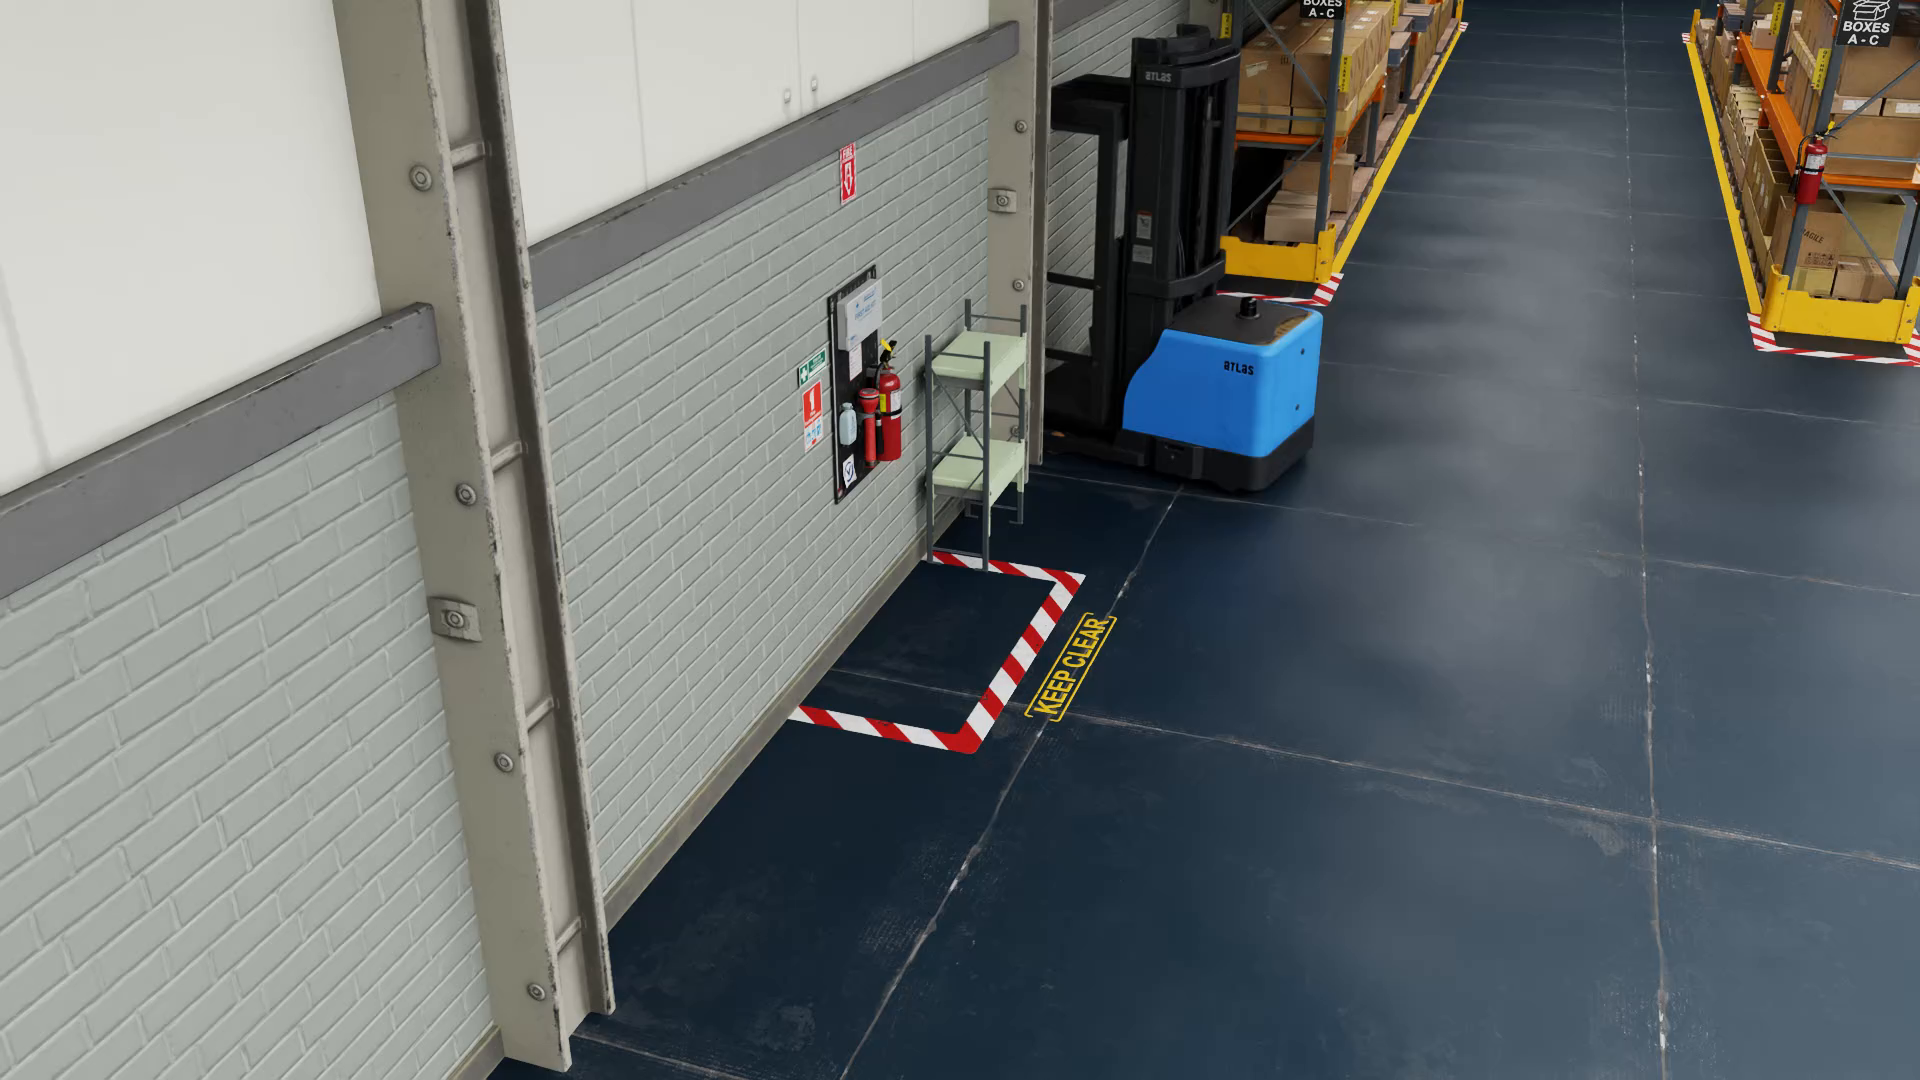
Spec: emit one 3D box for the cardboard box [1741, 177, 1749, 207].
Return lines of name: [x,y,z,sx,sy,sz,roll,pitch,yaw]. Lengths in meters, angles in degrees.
cardboard box: [8.523,-3.631,17.481,0.500,0.250,0.500,9,27,17]

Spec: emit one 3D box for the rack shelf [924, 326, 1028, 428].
rack shelf: [0.104,-1.009,10.217,0.431,0.370,0.720,9,27,17]

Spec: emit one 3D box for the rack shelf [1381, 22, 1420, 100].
rack shelf: [4.956,-6.042,20.611,1.077,0.370,4.000,9,27,17]

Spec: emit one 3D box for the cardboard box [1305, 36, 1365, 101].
cardboard box: [3.576,-4.533,15.959,0.500,0.500,0.500,9,27,18]

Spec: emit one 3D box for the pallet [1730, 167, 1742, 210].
pallet: [9.172,-3.880,18.521,1.003,0.211,1.213,9,27,17]

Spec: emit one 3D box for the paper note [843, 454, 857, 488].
paper note: [-0.602,-0.378,9.099,0.016,0.148,0.142,9,27,17]

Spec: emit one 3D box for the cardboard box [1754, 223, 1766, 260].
cardboard box: [7.852,-2.810,15.786,0.500,0.250,0.500,9,27,17]

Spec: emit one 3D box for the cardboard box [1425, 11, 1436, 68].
cardboard box: [6.566,-7.401,24.578,0.750,0.750,0.750,10,27,19]

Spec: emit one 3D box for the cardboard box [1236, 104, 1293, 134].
cardboard box: [2.932,-4.061,15.845,0.500,0.250,0.500,9,27,18]

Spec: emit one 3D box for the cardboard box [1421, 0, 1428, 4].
cardboard box: [6.210,-7.384,22.824,0.380,0.149,0.250,10,27,19]

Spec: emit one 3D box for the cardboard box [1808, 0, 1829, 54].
cardboard box: [8.487,-4.859,15.739,0.700,0.500,0.500,9,27,17]

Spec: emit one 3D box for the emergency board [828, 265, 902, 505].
emergency board: [-0.478,-0.837,9.037,0.194,1.169,0.643,9,27,17]

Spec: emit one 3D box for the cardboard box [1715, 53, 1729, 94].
cardboard box: [10.725,-6.391,22.871,0.500,0.500,0.500,8,27,15]

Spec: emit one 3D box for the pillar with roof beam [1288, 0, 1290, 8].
pillar with roof beam: [8.433,-8.854,18.711,9.100,9.000,0.400,9,27,17]

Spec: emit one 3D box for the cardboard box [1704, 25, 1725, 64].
cardboard box: [11.547,-7.462,25.084,0.500,0.500,0.500,9,27,17]

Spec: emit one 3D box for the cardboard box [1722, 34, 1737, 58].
cardboard box: [10.735,-6.744,22.740,0.500,0.250,0.500,8,27,16]

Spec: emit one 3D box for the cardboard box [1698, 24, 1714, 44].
cardboard box: [12.175,-8.125,26.740,0.500,0.250,0.500,9,27,17]

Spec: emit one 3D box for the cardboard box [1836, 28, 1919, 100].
cardboard box: [7.817,-4.023,14.014,0.700,0.500,0.500,9,27,18]

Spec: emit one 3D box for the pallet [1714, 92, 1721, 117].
pallet: [10.986,-6.016,22.934,1.003,0.211,1.213,9,27,17]

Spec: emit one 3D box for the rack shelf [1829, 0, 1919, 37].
rack shelf: [8.298,-5.031,15.082,1.077,0.370,4.000,9,27,17]

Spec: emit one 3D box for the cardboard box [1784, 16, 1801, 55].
cardboard box: [9.576,-5.607,18.774,0.500,0.500,0.500,9,27,18]

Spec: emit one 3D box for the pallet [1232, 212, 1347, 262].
pallet: [3.289,-3.005,16.713,1.003,0.211,1.213,9,27,17]

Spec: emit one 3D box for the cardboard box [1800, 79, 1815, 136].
cardboard box: [8.312,-4.054,15.567,0.700,0.500,0.500,10,27,19]

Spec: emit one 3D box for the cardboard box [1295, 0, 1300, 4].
cardboard box: [3.937,-5.660,18.286,0.500,0.500,0.500,8,27,16]

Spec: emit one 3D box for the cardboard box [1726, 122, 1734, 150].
cardboard box: [9.509,-4.828,19.953,0.500,0.250,0.500,8,27,16]

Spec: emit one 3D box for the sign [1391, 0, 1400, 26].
sign: [4.805,-5.858,18.412,0.100,0.325,0.005,9,27,17]

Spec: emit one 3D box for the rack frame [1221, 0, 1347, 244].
rack frame: [2.960,-3.900,15.362,1.000,3.000,0.127,9,27,17]

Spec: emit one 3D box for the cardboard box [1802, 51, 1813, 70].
cardboard box: [8.266,-4.551,15.848,0.380,0.149,0.250,8,27,16]

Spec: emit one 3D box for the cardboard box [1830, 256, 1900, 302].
cardboard box: [8.020,-2.322,14.778,0.500,0.250,0.500,9,27,17]

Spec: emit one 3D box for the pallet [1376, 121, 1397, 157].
pallet: [4.953,-5.112,21.065,1.003,0.211,1.213,9,27,17]

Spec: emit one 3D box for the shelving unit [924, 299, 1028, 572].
shelving unit: [0.104,-0.657,10.387,0.431,1.500,0.755,9,27,17]

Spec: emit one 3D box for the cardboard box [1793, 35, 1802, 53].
cardboard box: [8.608,-4.978,16.730,0.380,0.149,0.250,9,27,18]

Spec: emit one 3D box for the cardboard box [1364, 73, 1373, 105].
cardboard box: [3.926,-4.627,17.013,0.500,0.250,0.500,9,27,18]

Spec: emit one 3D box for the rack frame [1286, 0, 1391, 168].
rack frame: [4.291,-5.543,18.757,1.000,3.000,0.127,9,27,17]

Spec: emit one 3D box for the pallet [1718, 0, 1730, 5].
pallet: [11.257,-7.715,23.463,1.003,0.211,1.213,9,27,17]

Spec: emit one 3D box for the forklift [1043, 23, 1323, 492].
forklift: [1.021,-2.114,11.753,3.031,2.935,1.130,15,30,28]

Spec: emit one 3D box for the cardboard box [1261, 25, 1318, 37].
cardboard box: [3.261,-4.822,16.555,0.500,0.500,0.500,8,27,16]

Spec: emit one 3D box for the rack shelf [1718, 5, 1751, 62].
rack shelf: [10.960,-6.968,22.526,1.077,0.370,4.000,9,27,17]

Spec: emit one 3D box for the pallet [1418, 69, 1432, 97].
pallet: [6.363,-6.745,24.438,1.003,0.211,1.213,9,27,17]

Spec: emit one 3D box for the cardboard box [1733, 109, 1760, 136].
cardboard box: [9.334,-4.864,19.383,0.500,0.311,0.500,8,27,17]

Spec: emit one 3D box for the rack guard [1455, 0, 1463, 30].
rack guard: [8.292,-9.360,29.507,1.175,0.500,0.348,9,27,17]

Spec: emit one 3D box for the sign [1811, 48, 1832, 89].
sign: [7.125,-3.895,13.752,0.100,0.325,0.005,9,27,17]

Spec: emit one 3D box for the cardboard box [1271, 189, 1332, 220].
cardboard box: [3.464,-3.393,16.896,0.500,0.311,0.500,11,28,22]

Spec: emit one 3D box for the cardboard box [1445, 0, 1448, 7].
cardboard box: [7.758,-8.808,27.142,0.380,0.149,0.250,8,27,16]

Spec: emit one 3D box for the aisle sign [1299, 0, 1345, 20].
aisle sign: [3.218,-4.997,14.645,0.394,0.787,0.004,9,27,17]

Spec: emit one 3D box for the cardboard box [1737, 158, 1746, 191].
cardboard box: [8.828,-3.990,18.223,0.500,0.250,0.500,8,27,17]

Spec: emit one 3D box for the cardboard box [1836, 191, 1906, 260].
cardboard box: [8.185,-2.866,15.039,0.500,0.500,0.500,9,27,17]

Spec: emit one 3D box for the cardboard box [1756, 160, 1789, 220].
cardboard box: [8.017,-3.354,16.047,0.500,0.500,0.500,9,27,17]

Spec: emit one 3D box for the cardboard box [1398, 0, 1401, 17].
cardboard box: [5.081,-6.720,20.568,0.700,0.500,0.500,9,27,17]

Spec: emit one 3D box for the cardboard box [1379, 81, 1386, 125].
cardboard box: [5.012,-5.554,21.142,0.700,0.500,0.500,9,27,17]

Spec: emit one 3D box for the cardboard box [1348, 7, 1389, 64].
cardboard box: [4.264,-5.377,17.703,0.500,0.500,0.500,9,27,17]

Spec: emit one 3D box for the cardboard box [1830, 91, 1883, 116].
cardboard box: [7.580,-3.704,14.100,0.380,0.149,0.250,8,27,17]

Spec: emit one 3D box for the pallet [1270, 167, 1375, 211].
pallet: [4.100,-4.007,18.784,1.003,0.211,1.213,9,27,17]

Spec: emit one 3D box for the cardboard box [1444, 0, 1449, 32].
cardboard box: [7.812,-8.824,27.919,0.700,0.500,0.500,8,27,16]
